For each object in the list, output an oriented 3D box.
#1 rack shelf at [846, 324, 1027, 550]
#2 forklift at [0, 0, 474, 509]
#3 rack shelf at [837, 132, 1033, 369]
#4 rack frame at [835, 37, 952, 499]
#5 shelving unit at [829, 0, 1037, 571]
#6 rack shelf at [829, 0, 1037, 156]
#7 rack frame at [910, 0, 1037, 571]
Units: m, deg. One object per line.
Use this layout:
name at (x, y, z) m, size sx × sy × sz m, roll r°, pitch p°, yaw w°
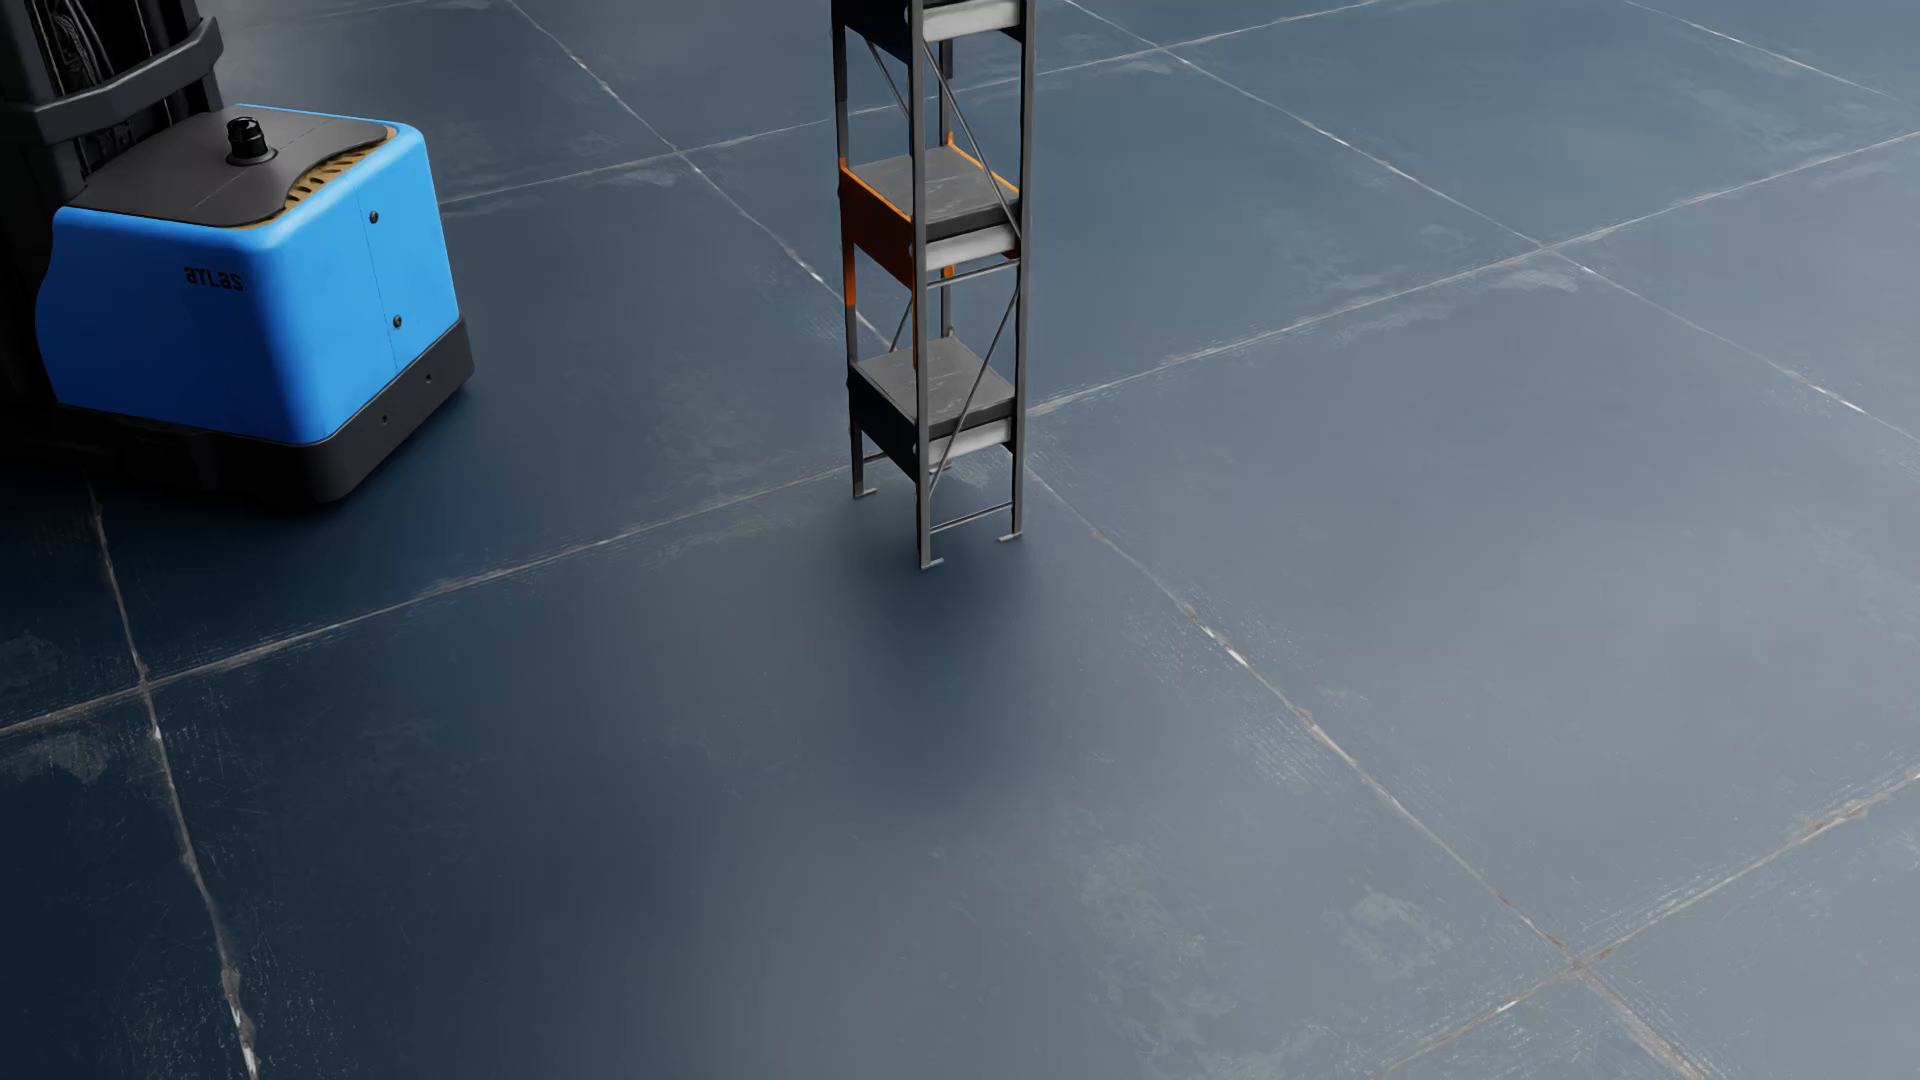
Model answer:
rack shelf at (-0.083, -0.356, 5.667) m, size 0.431 × 0.518 × 0.480 m, roll -19°, pitch 40°, yaw -24°
forklift at (-3.486, -1.782, 5.704) m, size 3.031 × 2.935 × 1.130 m, roll 10°, pitch 37°, yaw 13°
rack shelf at (-0.083, -0.921, 5.254) m, size 0.431 × 0.518 × 0.480 m, roll -19°, pitch 40°, yaw -24°
rack frame at (-0.206, -1.057, 5.417) m, size 0.400 × 2.100 × 0.015 m, roll -19°, pitch 40°, yaw -24°
shelving unit at (-0.083, -0.932, 5.246) m, size 0.431 × 2.100 × 0.503 m, roll -19°, pitch 40°, yaw -24°
rack shelf at (-0.083, -1.487, 4.841) m, size 0.431 × 0.518 × 0.480 m, roll -19°, pitch 40°, yaw -24°
rack frame at (0.039, -0.808, 5.076) m, size 0.400 × 2.100 × 0.015 m, roll -19°, pitch 40°, yaw -24°
